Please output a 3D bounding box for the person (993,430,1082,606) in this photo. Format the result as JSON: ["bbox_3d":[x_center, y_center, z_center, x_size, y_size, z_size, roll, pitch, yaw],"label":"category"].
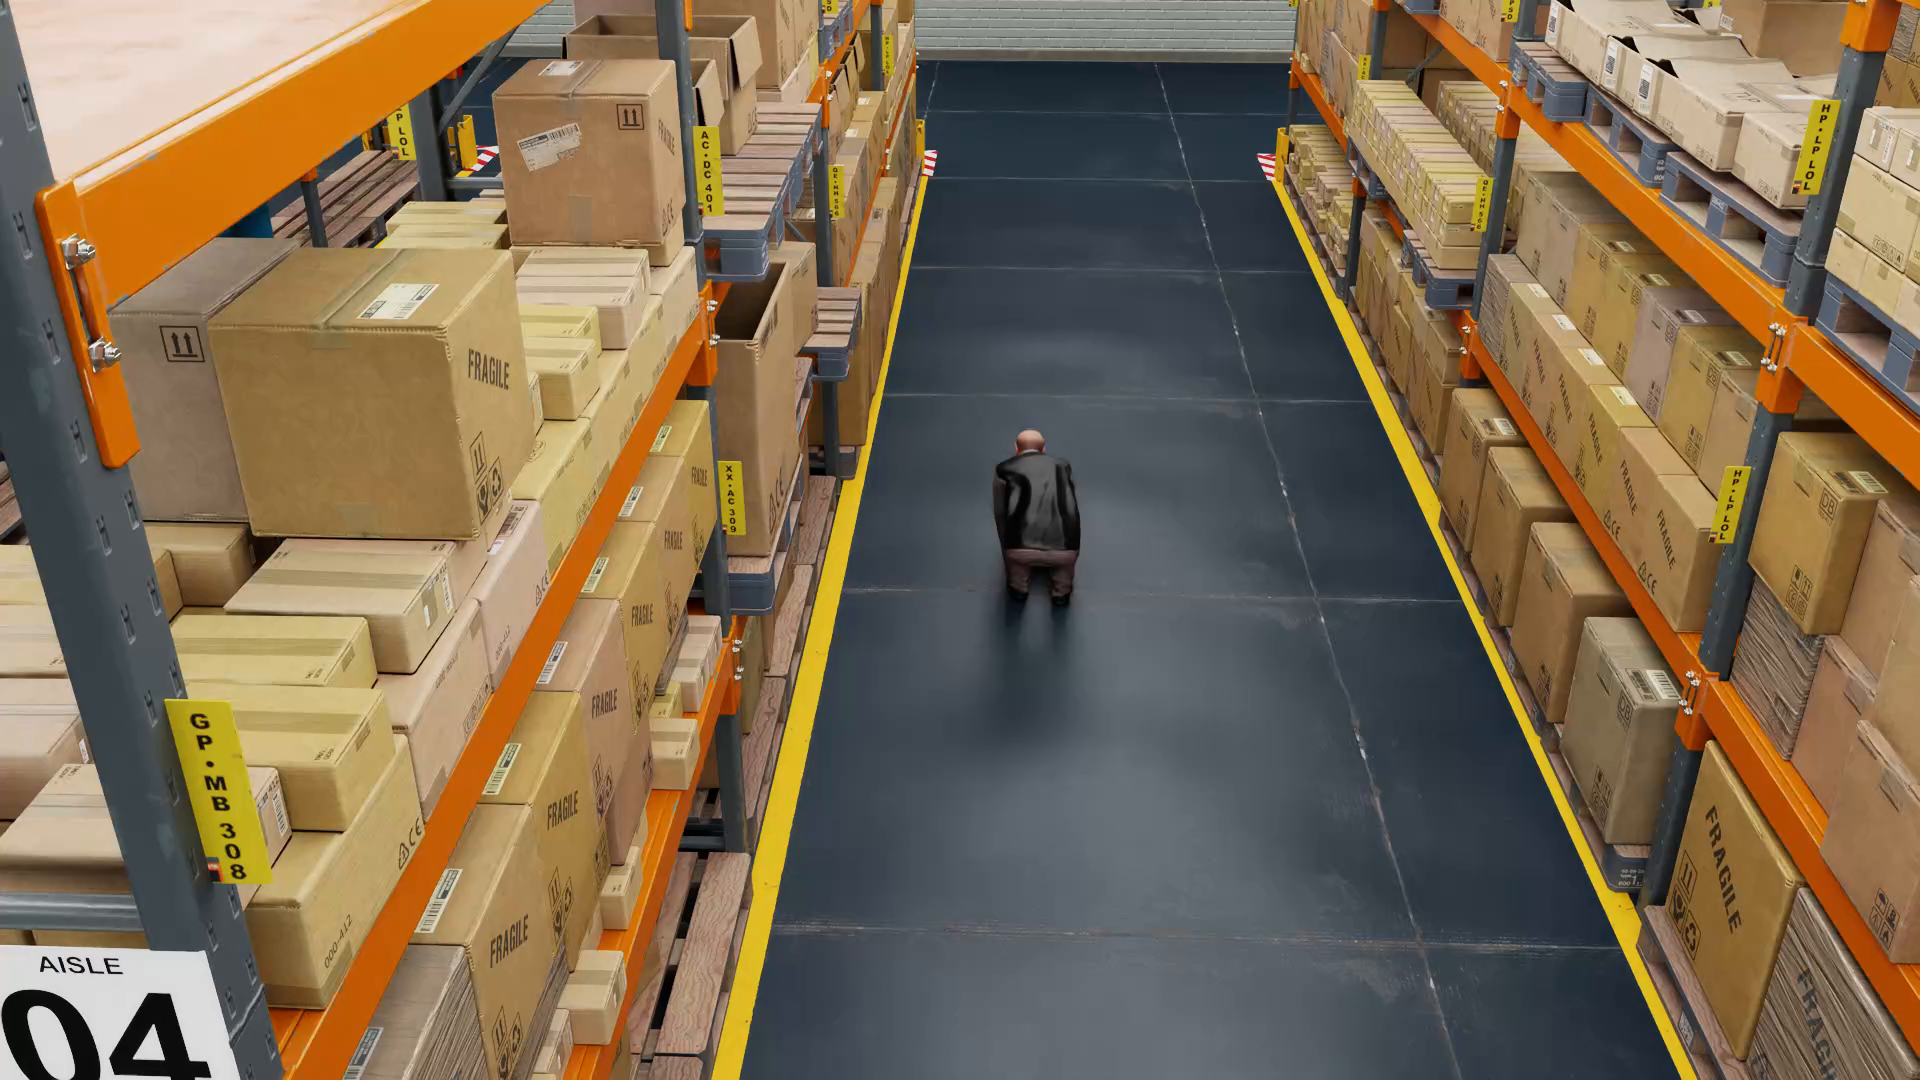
[{"bbox_3d":[0.457,-0.091,9.809,0.534,0.808,0.871,1,28,2],"label":"person"}]
